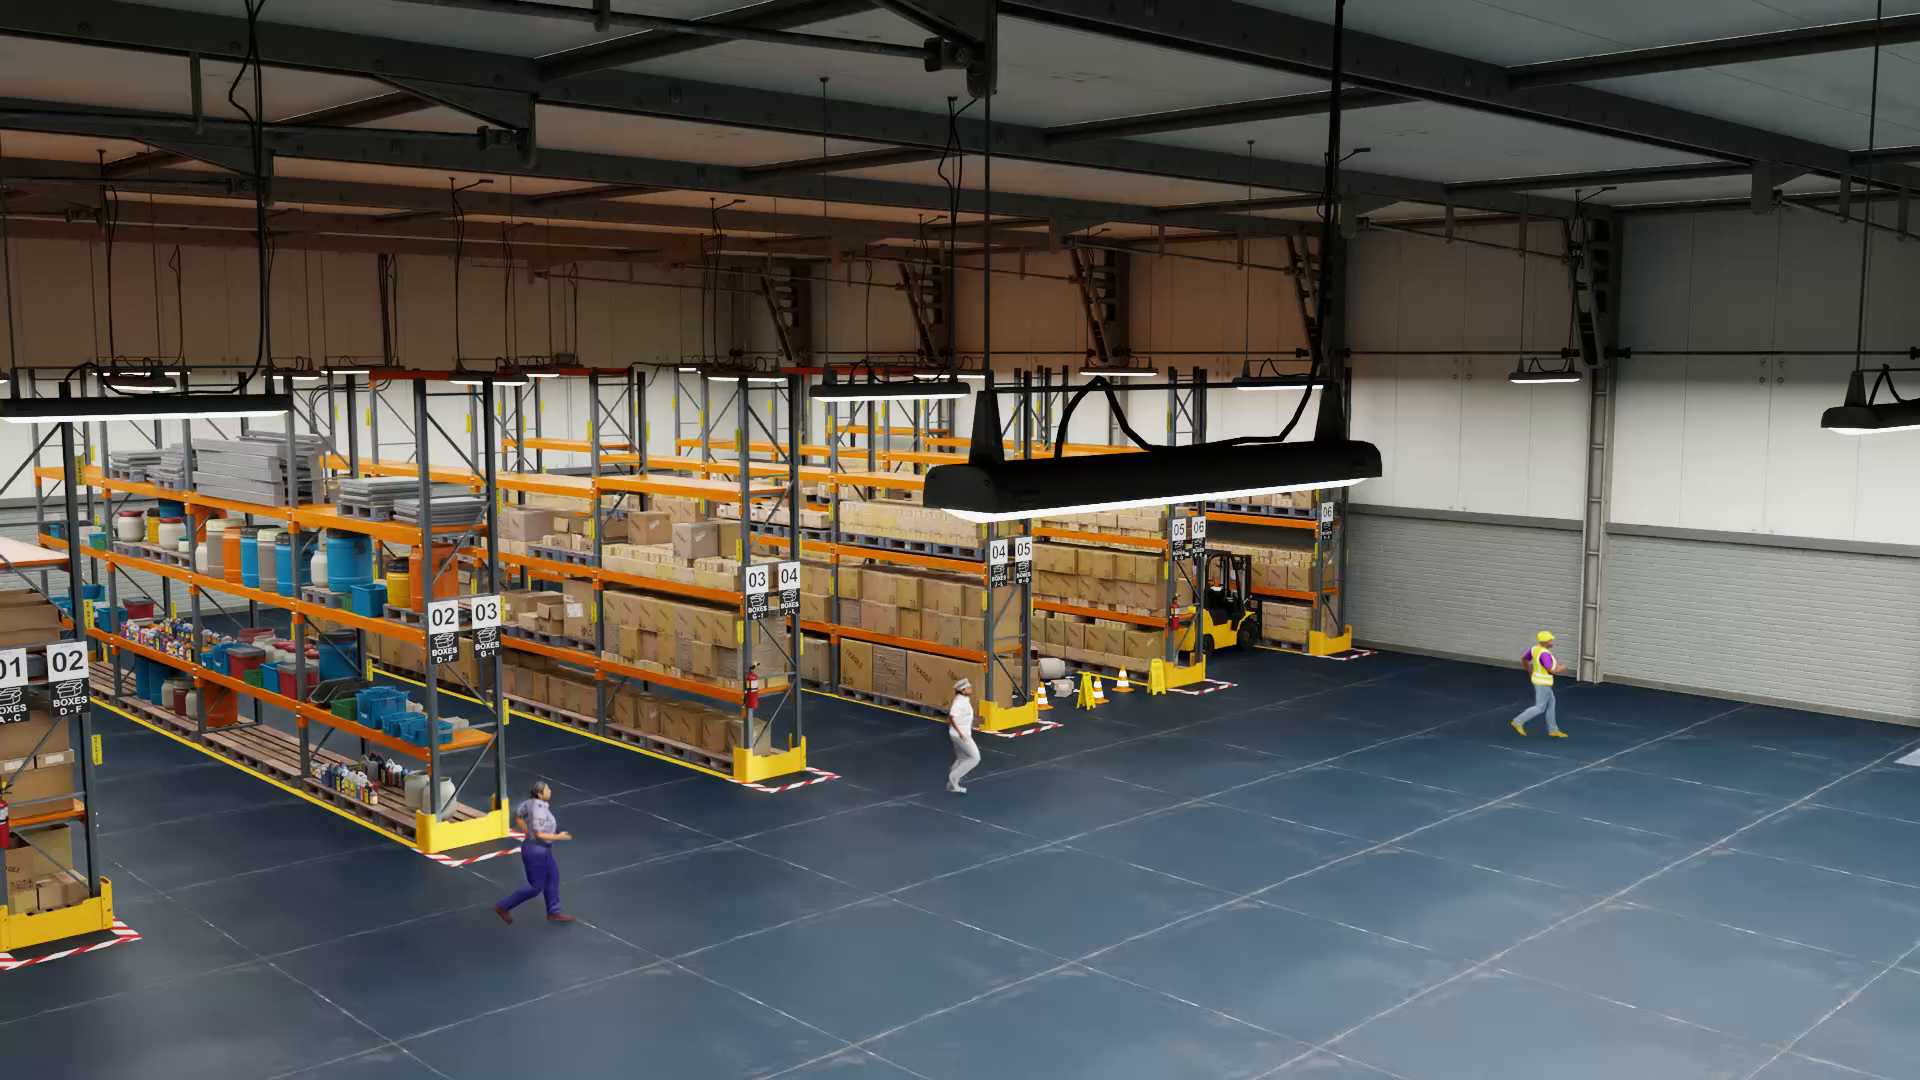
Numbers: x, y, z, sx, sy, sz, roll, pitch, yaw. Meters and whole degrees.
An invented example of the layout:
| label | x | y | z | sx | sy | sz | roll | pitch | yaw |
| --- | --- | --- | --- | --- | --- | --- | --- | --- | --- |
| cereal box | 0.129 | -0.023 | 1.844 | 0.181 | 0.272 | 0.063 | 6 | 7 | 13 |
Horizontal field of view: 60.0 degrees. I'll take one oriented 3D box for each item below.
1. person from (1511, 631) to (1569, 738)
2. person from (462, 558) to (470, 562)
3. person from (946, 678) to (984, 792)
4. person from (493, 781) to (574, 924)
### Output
| label | x | y | z | sx | sy | sz | roll | pitch | yaw |
| --- | --- | --- | --- | --- | --- | --- | --- | --- | --- |
| person | 9.504 | 2.362 | 27.181 | 0.949 | 1.757 | 0.722 | 1 | 6 | 5 |
| person | -11.394 | 1.215 | 38.185 | 0.609 | 1.643 | 0.877 | -2 | 7 | -17 |
| person | 0.079 | 2.803 | 23.956 | 0.564 | 1.668 | 0.561 | -1 | 6 | -7 |
| person | -4.720 | 3.461 | 18.323 | 0.886 | 1.638 | 0.592 | -3 | 7 | -22 |
